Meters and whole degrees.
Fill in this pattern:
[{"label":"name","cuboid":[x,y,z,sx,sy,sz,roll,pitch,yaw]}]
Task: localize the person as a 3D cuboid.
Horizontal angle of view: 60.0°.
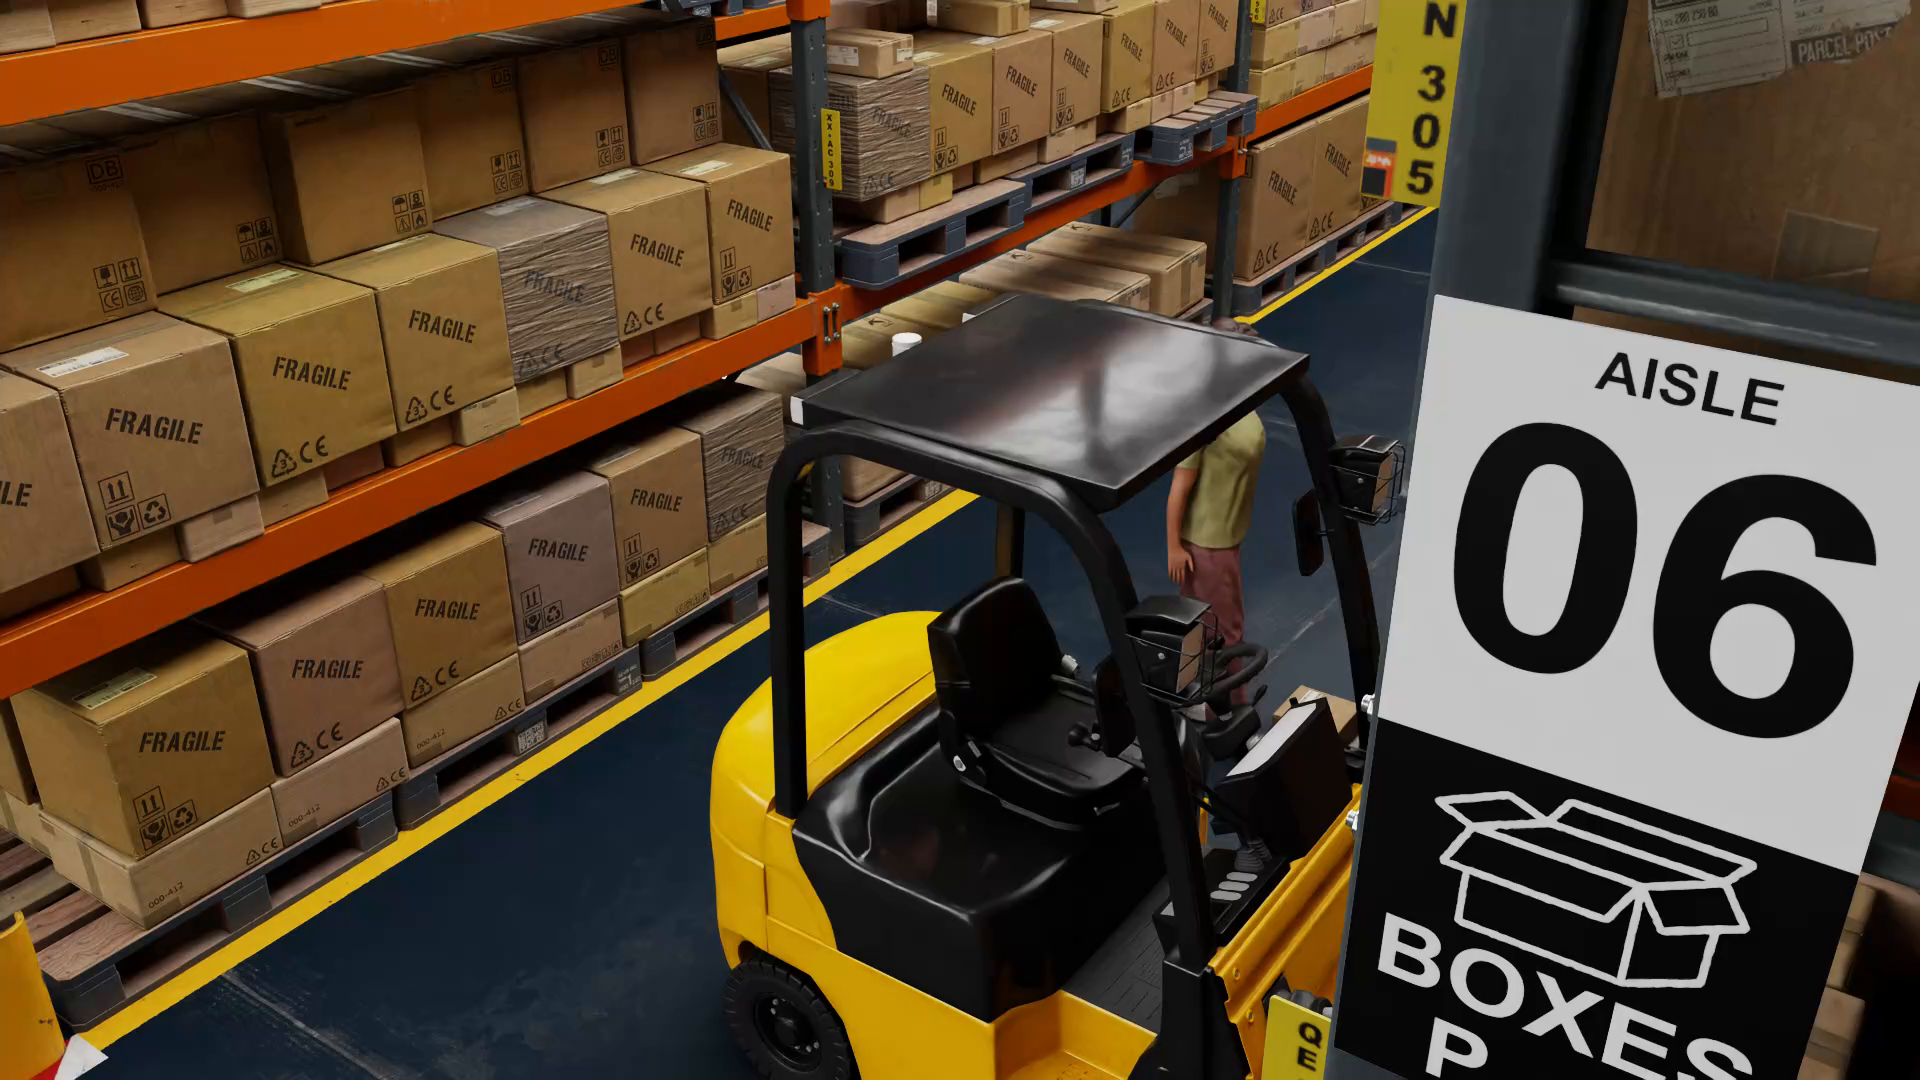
[{"label":"person","cuboid":[1.013,-0.010,6.120,0.592,1.672,0.457,12,29,21]}]
